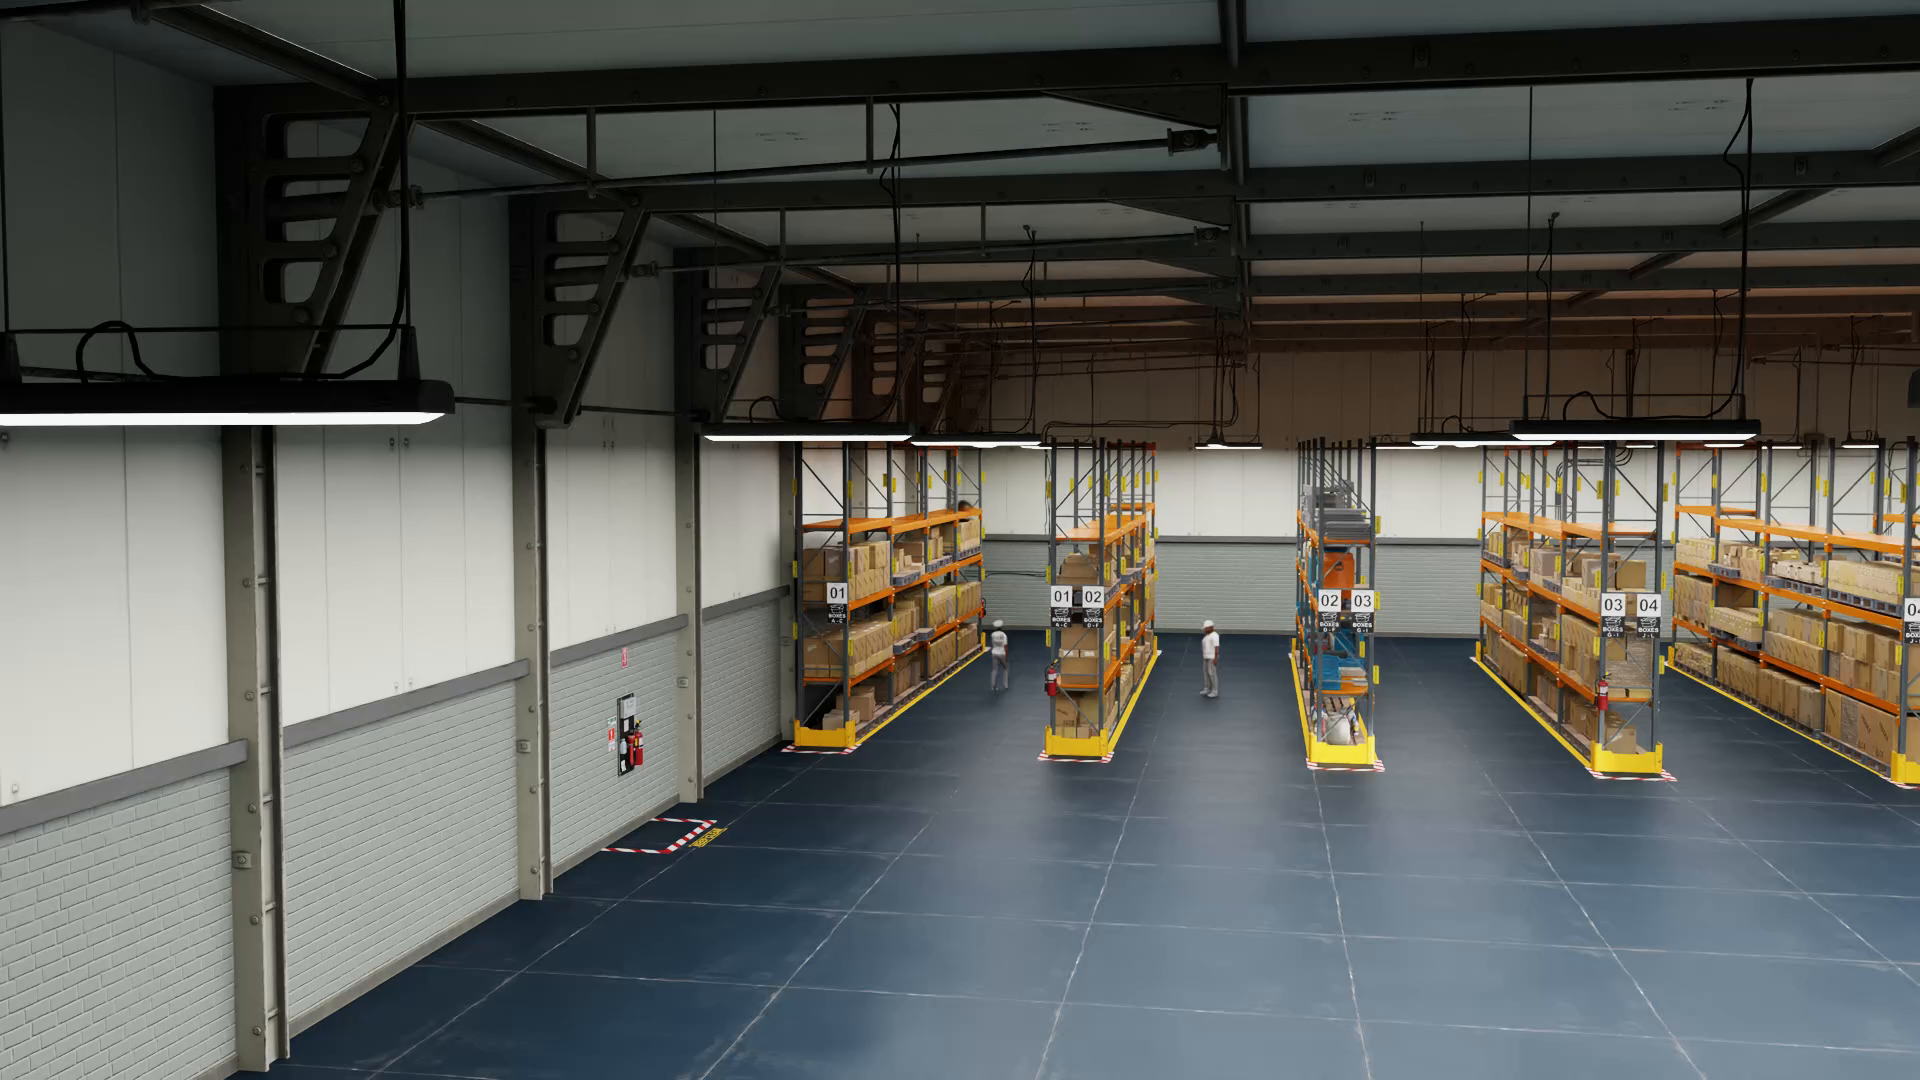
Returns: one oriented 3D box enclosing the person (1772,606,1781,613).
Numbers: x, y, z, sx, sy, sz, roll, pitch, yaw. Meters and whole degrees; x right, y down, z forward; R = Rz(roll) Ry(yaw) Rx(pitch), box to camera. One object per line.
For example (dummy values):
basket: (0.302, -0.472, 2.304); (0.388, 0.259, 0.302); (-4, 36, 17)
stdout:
person: (21.483, 2.574, 43.776); (0.513, 1.698, 0.596); (-1, 3, -15)

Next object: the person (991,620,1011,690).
person: (0.983, 2.797, 39.882); (0.479, 1.760, 0.622); (2, 4, 36)

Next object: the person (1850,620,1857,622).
person: (20.845, 2.771, 38.917); (0.636, 1.824, 0.596); (0, 3, 1)

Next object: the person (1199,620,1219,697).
person: (5.852, 2.768, 39.054); (0.406, 1.768, 0.629); (-1, 3, -15)
